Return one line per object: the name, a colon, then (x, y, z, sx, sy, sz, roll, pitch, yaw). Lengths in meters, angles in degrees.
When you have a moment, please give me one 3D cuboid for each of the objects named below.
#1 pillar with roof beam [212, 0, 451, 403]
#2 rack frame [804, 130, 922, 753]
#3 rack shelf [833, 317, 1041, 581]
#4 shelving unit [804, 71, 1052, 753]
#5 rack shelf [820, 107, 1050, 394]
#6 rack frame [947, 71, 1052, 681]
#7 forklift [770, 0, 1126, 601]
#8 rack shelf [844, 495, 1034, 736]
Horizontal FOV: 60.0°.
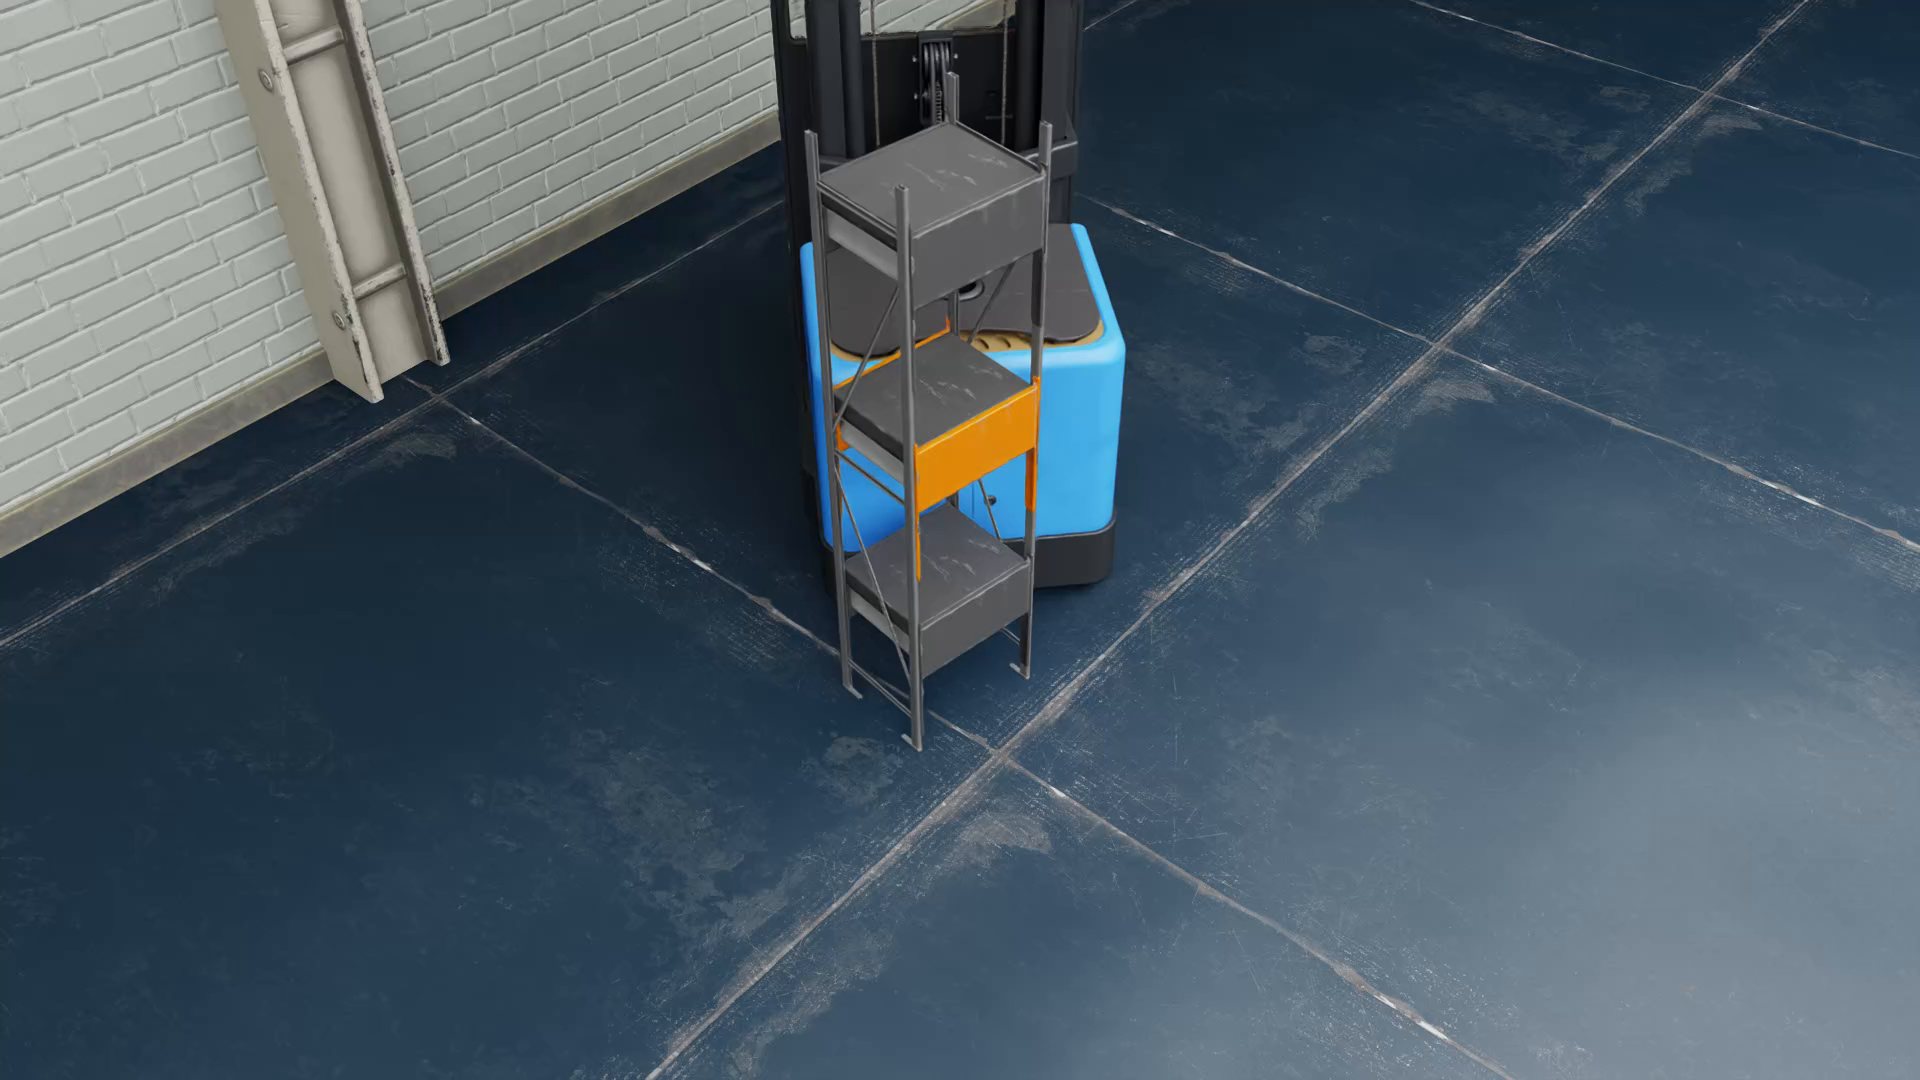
pillar with roof beam: (0.882, -2.196, 1.976, 9.100, 9.000, 0.400, 29, 50, 28)
rack frame: (-0.263, -0.179, 4.887, 0.015, 2.100, 0.400, -31, 51, -29)
rack shelf: (-0.081, -0.278, 5.015, 0.480, 0.518, 0.431, -31, 51, -29)
shelving unit: (-0.081, -0.288, 5.006, 0.503, 2.100, 0.431, -31, 51, -29)
rack shelf: (-0.081, -0.796, 4.544, 0.480, 0.518, 0.431, -31, 51, -29)
rack frame: (0.102, -0.397, 5.126, 0.015, 2.100, 0.400, -31, 51, -29)
forklift: (-0.145, -1.850, 6.106, 1.130, 2.935, 3.031, -5, 43, -5)
rack shelf: (-0.081, 0.240, 5.486, 0.480, 0.518, 0.431, -31, 51, -29)
